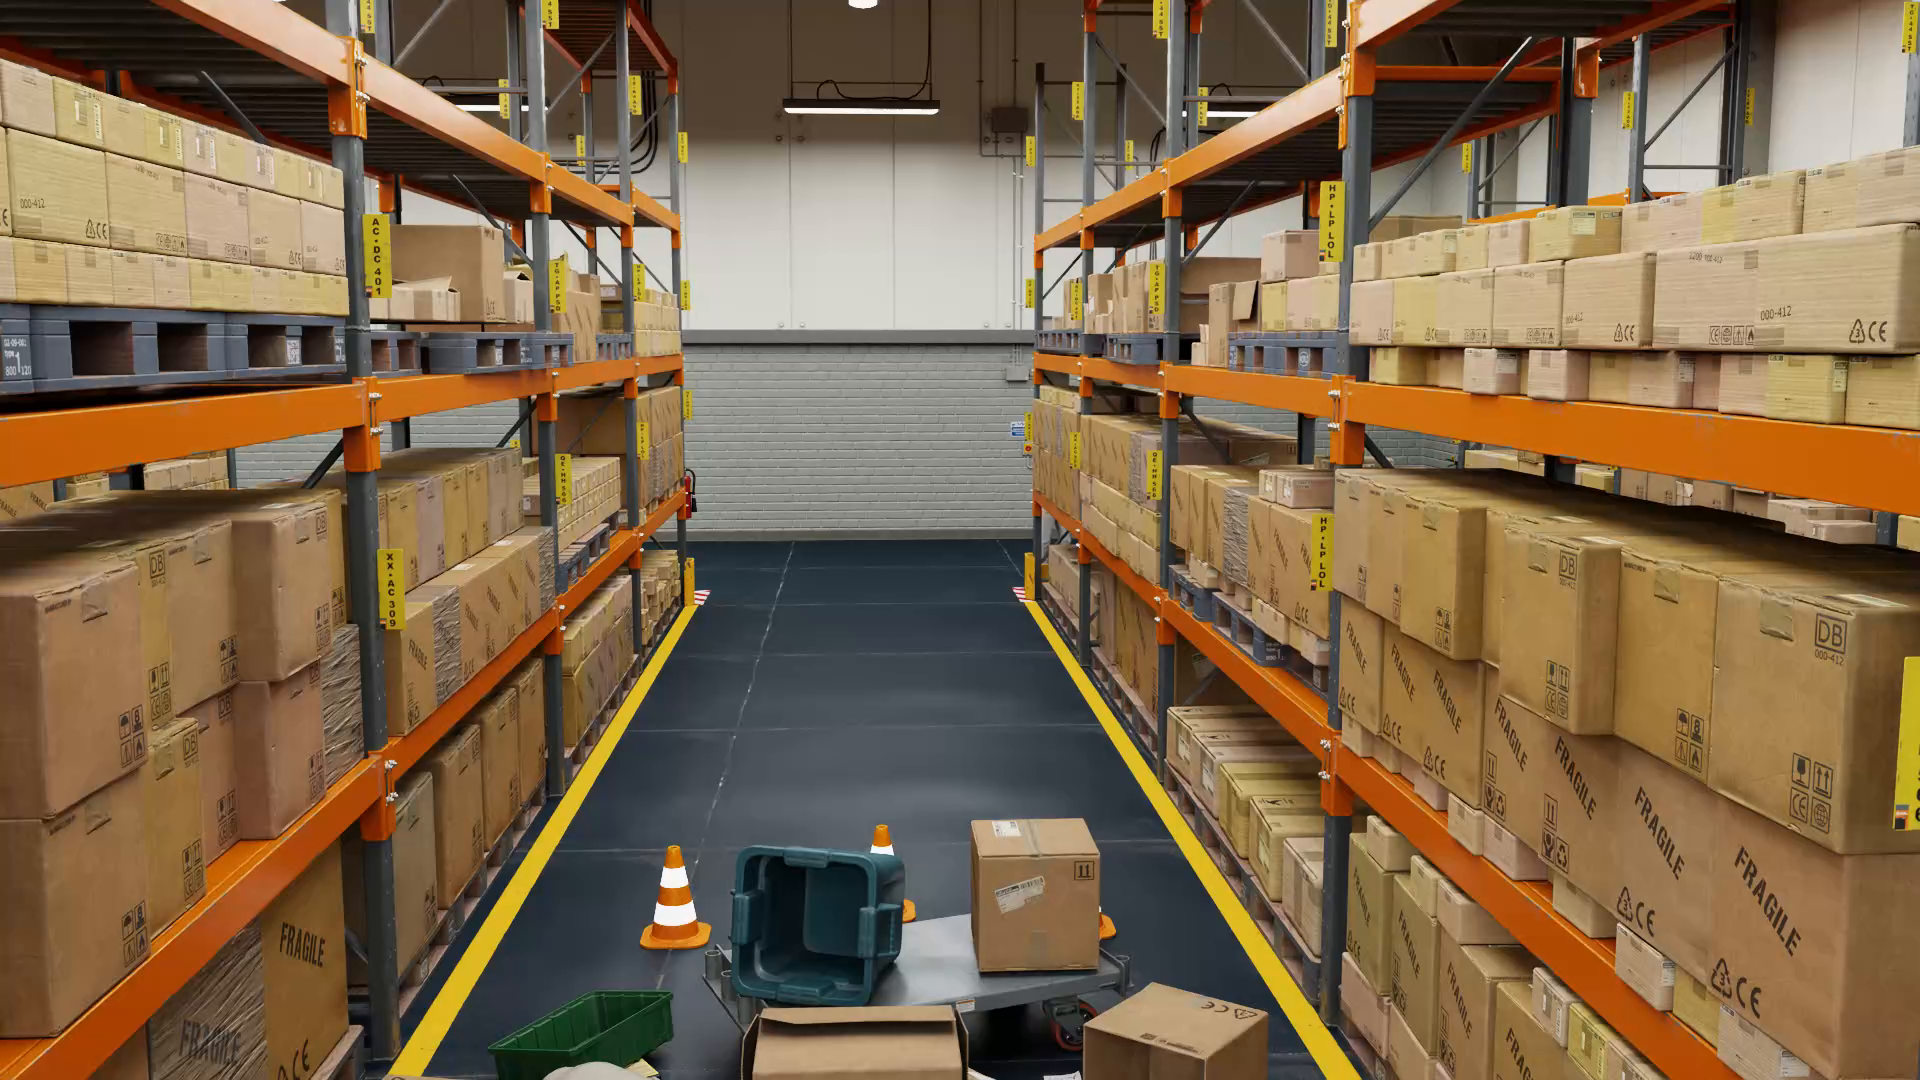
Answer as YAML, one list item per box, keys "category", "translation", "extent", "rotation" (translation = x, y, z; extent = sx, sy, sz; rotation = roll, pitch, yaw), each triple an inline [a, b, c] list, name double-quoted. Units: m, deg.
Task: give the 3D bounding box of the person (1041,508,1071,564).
- category: "person"
  translation: [1.193, -0.326, 20.574]
  extent: [0.453, 1.652, 0.347]
  rotation: [0, 7, -2]
